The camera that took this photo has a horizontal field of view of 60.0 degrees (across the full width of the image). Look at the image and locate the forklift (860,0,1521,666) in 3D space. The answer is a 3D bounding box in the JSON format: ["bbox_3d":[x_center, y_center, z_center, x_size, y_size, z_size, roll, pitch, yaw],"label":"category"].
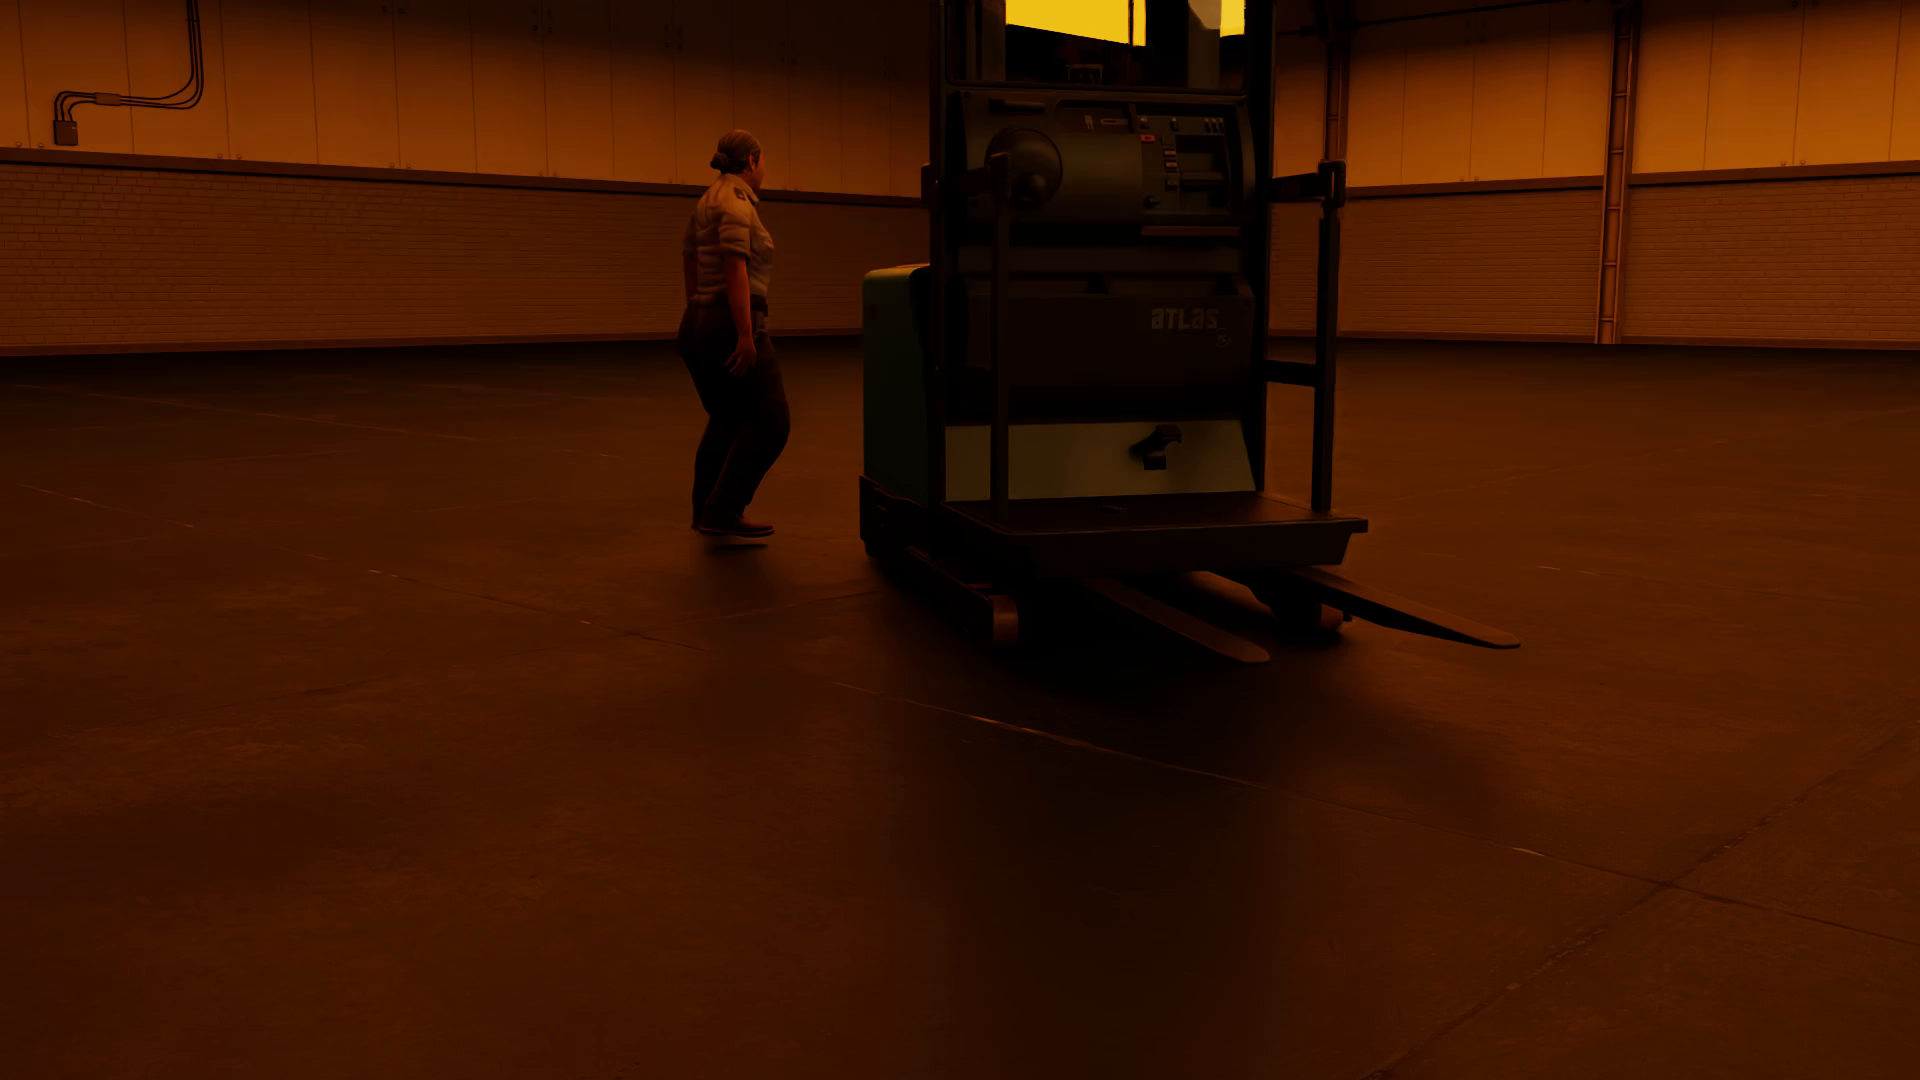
[{"bbox_3d":[0.513,-1.200,4.845,1.130,2.935,3.031,-2,9,-15],"label":"forklift"}]

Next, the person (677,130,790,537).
[{"bbox_3d":[-0.929,-0.803,6.622,0.377,1.622,0.796,-5,10,-28],"label":"person"}]
